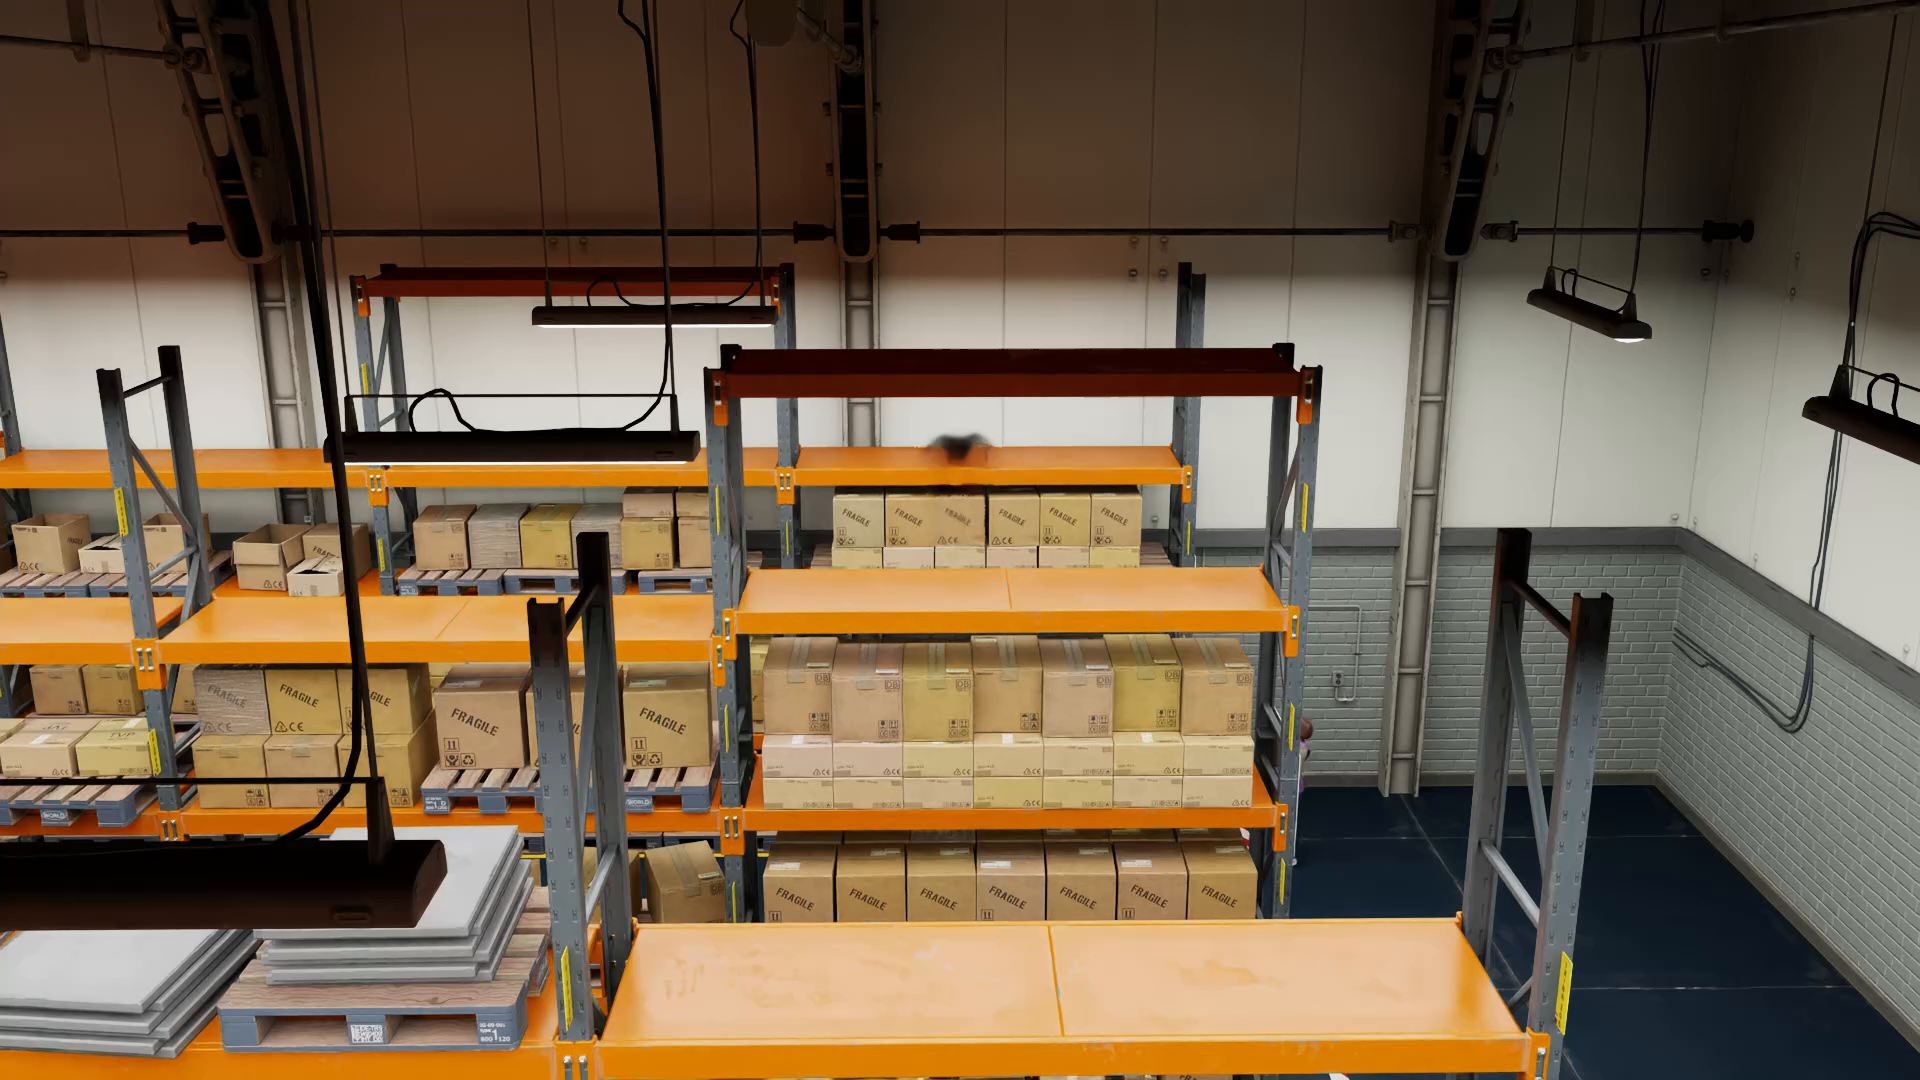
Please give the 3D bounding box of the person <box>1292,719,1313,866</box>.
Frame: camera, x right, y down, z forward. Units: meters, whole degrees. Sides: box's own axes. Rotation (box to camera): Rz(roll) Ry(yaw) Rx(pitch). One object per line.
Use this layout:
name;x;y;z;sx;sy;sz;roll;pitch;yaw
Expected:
person;3.331;2.563;16.974;0.358;1.599;0.443;-7;18;-23
